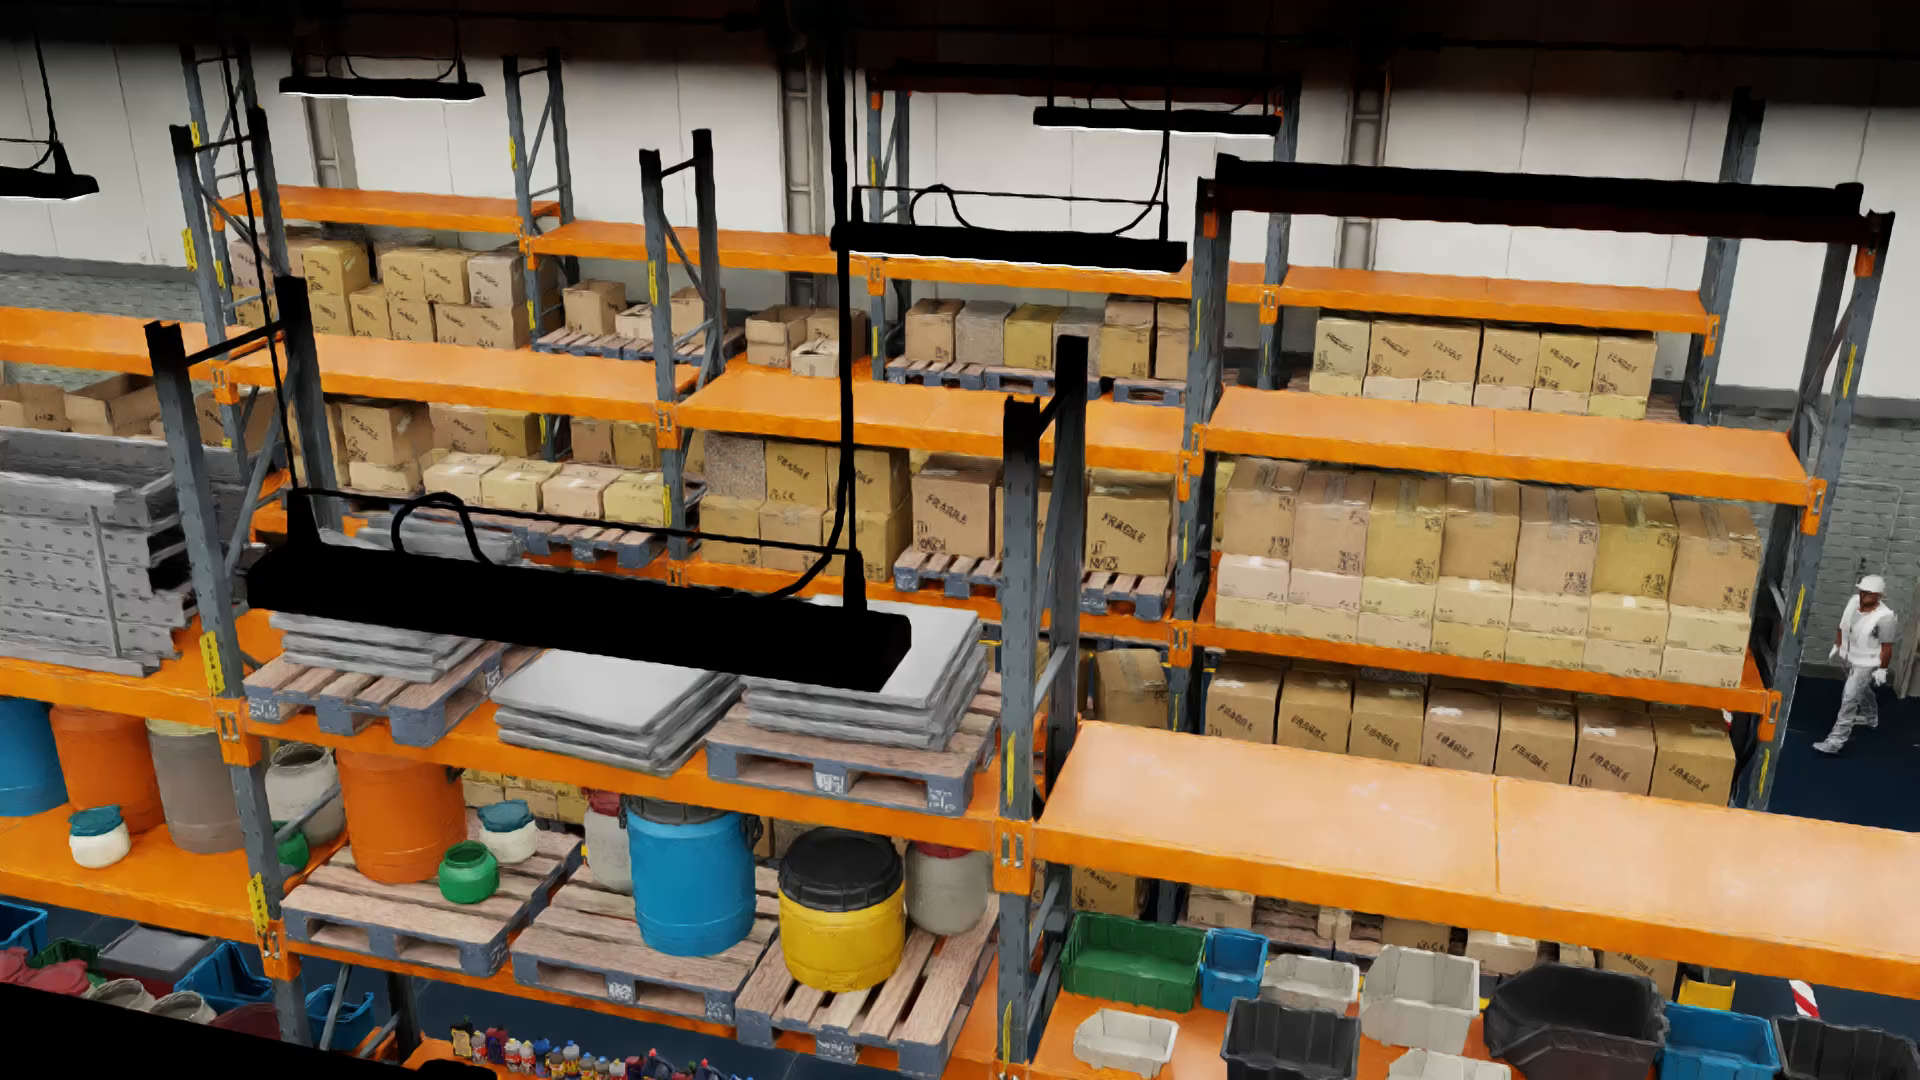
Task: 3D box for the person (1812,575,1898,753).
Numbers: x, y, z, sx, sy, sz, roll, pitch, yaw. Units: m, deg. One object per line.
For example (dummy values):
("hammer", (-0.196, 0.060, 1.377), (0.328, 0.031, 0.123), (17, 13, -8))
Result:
("person", (8.532, 1.127, 15.792), (0.948, 1.756, 0.593), (-4, 23, -9))
